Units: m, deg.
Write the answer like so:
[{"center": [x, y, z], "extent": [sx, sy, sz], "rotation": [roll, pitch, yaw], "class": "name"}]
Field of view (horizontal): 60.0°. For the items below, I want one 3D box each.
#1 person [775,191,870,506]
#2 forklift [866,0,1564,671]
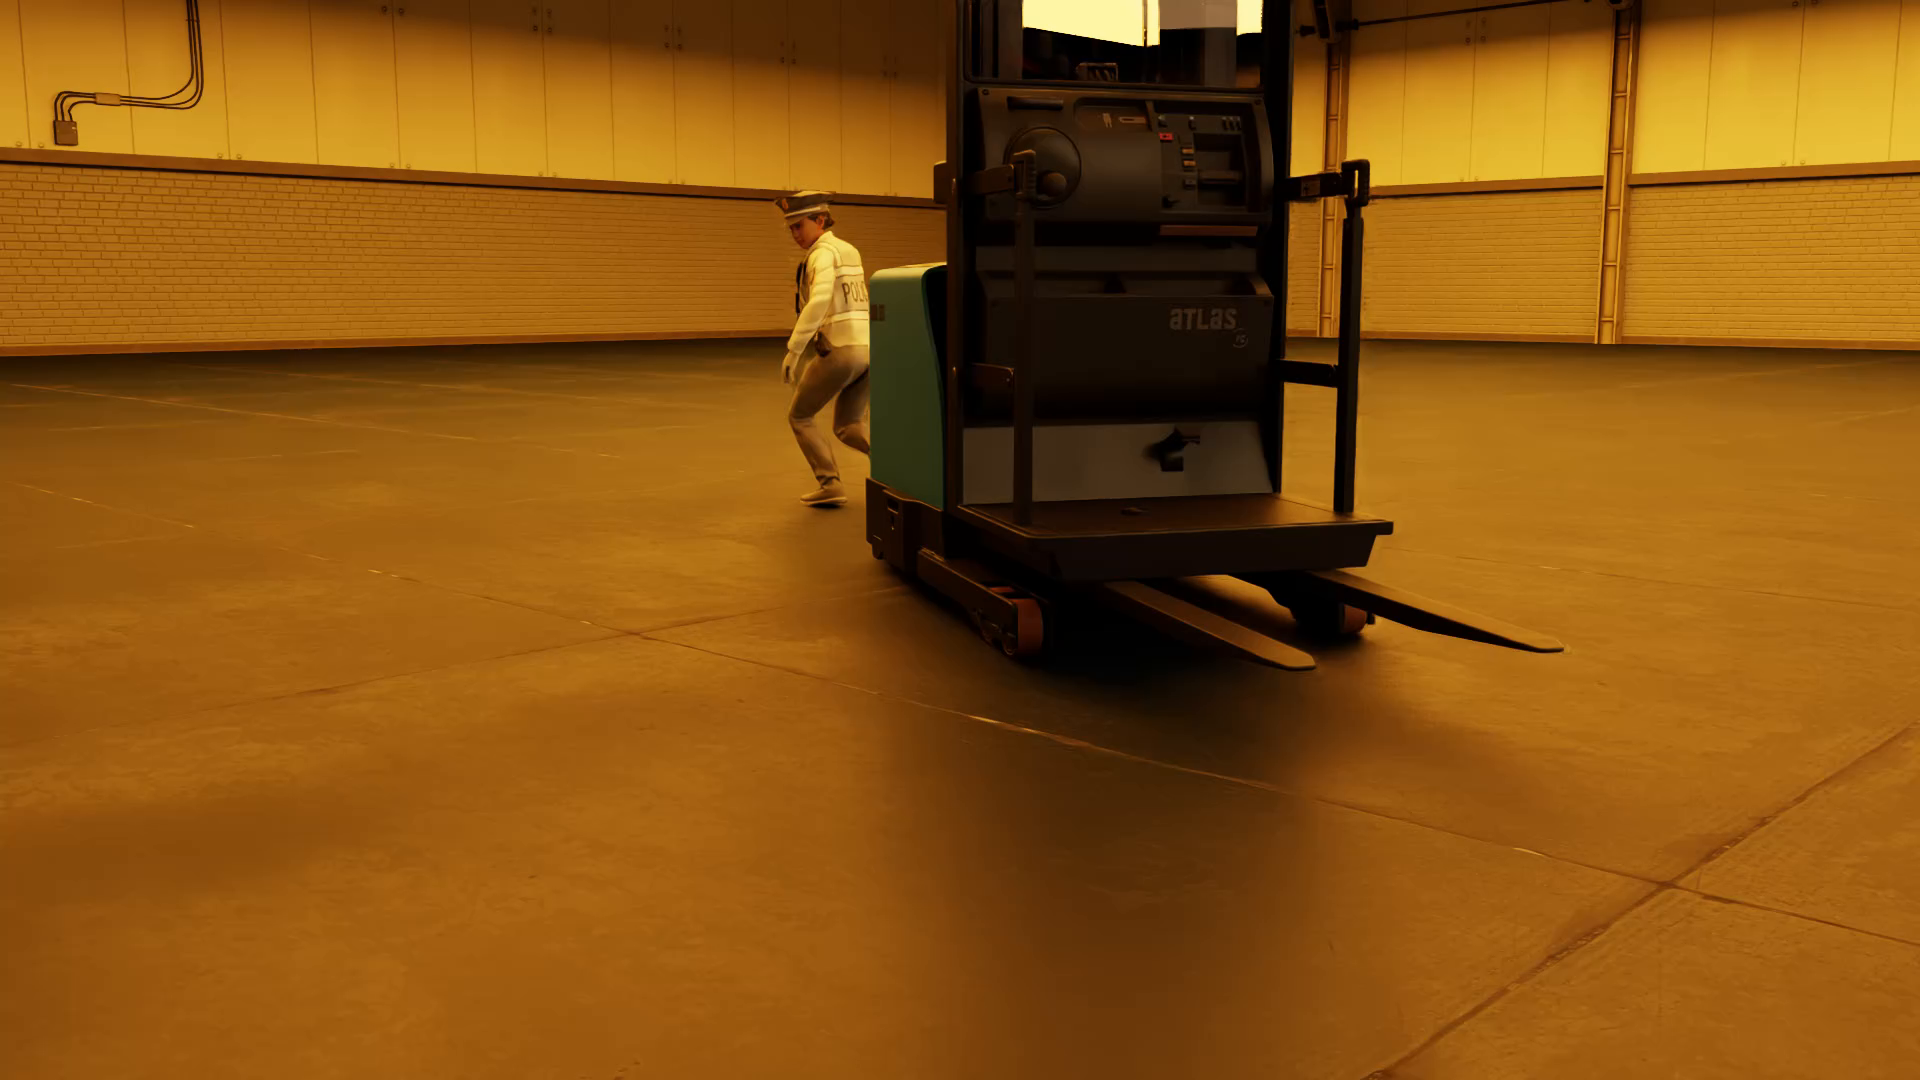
[{"center": [-0.534, -0.878, 7.724], "extent": [0.611, 1.463, 0.756], "rotation": [6, 10, 35], "class": "person"}, {"center": [0.567, -1.192, 4.792], "extent": [1.130, 2.935, 3.031], "rotation": [-3, 9, -17], "class": "forklift"}]
